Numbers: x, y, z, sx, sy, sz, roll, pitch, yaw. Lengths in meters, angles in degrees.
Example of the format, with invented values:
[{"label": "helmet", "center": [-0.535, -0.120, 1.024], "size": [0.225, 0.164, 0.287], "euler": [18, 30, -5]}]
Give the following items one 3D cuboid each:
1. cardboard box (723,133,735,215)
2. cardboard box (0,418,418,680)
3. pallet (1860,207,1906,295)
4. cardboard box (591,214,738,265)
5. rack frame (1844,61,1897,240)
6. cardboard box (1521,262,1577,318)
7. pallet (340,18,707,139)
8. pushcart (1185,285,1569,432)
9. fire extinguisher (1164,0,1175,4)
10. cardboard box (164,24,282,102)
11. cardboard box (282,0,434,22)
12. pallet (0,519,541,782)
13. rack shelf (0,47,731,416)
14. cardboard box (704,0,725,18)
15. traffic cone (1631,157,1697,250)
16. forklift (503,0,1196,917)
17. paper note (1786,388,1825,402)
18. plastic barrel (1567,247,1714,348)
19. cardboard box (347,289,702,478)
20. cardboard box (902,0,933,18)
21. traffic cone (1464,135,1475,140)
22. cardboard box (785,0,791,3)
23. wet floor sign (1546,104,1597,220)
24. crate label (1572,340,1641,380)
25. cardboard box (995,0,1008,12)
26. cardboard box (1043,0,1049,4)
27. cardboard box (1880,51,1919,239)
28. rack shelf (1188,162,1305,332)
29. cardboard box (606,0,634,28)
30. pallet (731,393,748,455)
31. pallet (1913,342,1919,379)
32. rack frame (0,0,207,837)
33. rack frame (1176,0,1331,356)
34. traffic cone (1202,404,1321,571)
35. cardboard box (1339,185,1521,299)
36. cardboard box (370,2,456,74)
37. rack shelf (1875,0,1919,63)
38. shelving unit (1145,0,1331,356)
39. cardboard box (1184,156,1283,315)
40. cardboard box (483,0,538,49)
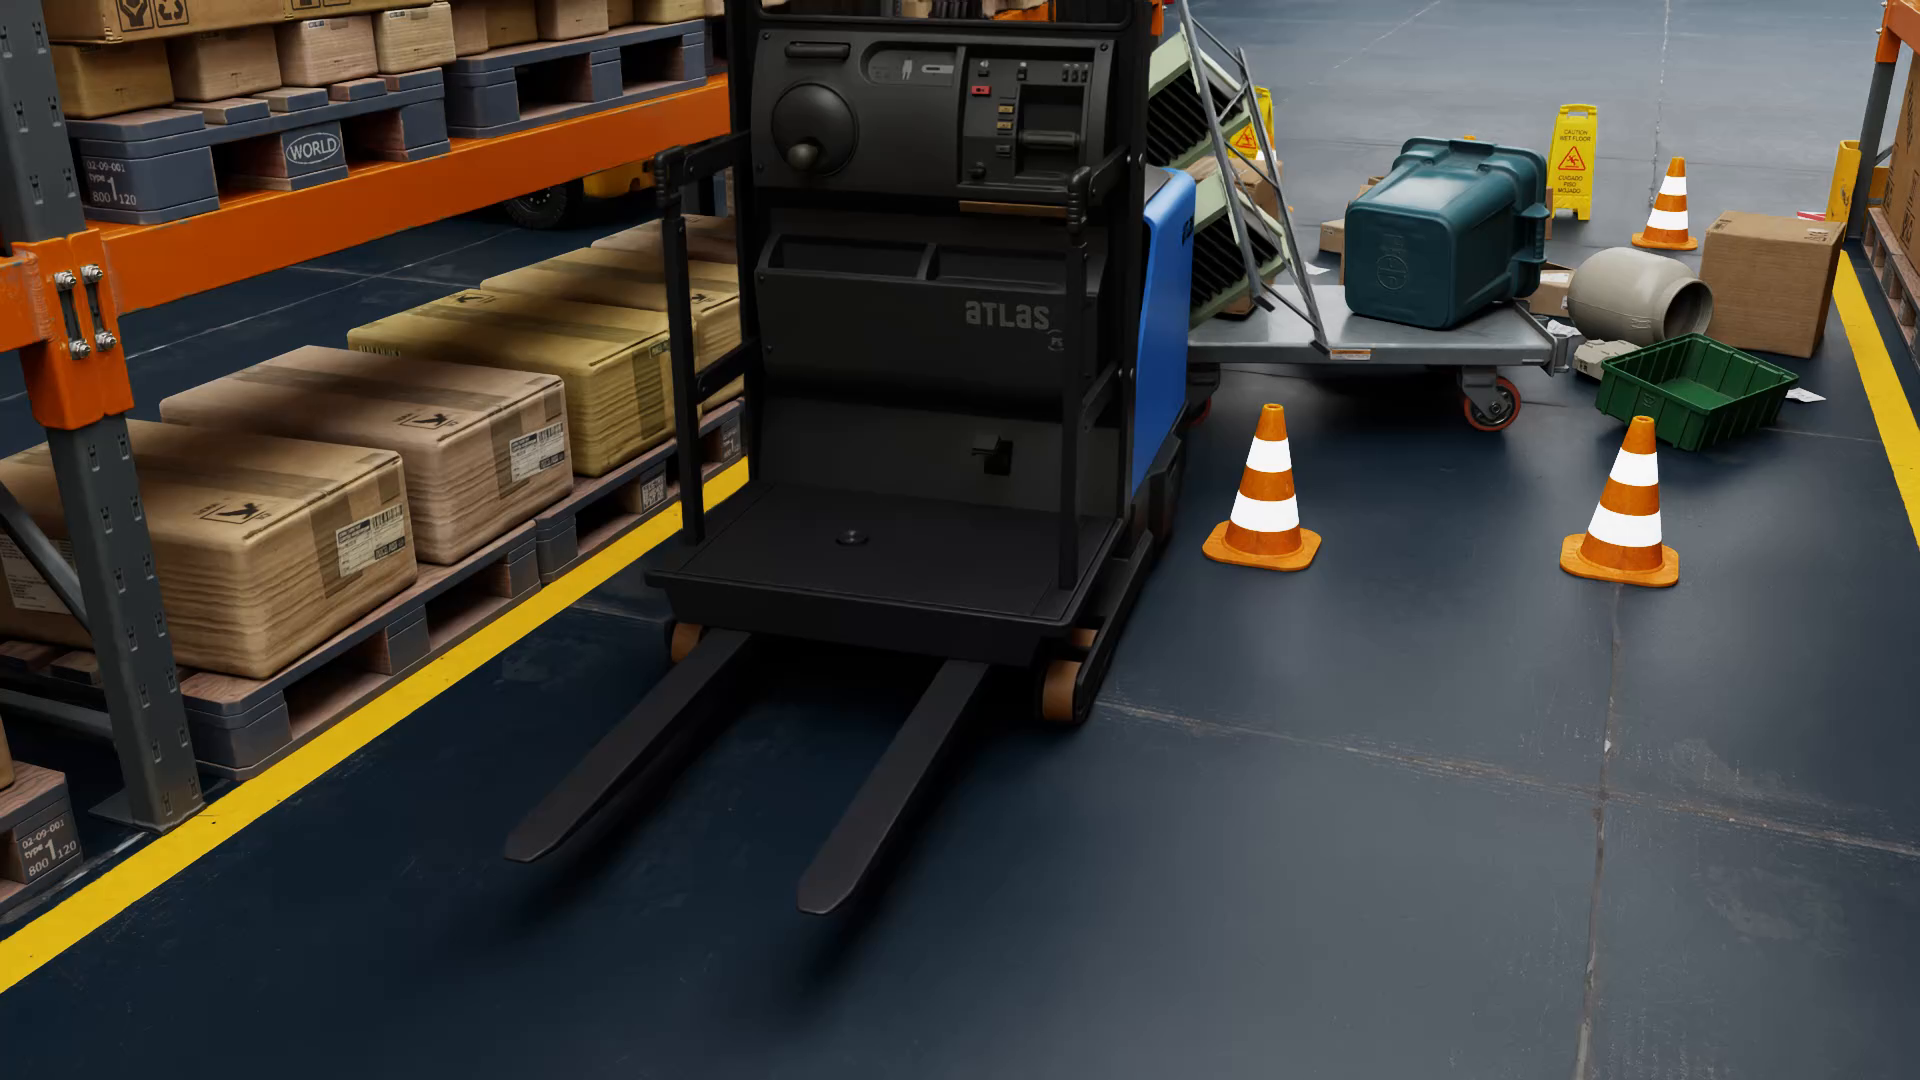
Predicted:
[{"label": "cardboard box", "center": [-0.746, -1.775, 7.656], "size": [0.500, 0.500, 0.500], "euler": [8, 24, 19]}, {"label": "cardboard box", "center": [-1.983, -0.004, 4.232], "size": [0.950, 0.372, 0.625], "euler": [7, 24, 16]}, {"label": "pallet", "center": [5.178, -1.428, 8.395], "size": [1.003, 0.211, 1.213], "euler": [9, 24, 20]}, {"label": "cardboard box", "center": [-0.909, -1.047, 6.728], "size": [0.950, 0.372, 0.625], "euler": [9, 24, 21]}, {"label": "rack frame", "center": [5.403, -3.012, 8.570], "size": [1.000, 3.000, 0.127], "euler": [9, 24, 20]}, {"label": "cardboard box", "center": [2.845, -1.198, 7.774], "size": [0.396, 0.266, 0.258], "euler": [13, 26, 29]}, {"label": "pallet", "center": [-1.505, -1.448, 5.073], "size": [1.003, 0.211, 1.213], "euler": [9, 24, 20]}, {"label": "pushcart", "center": [1.419, -0.735, 6.520], "size": [1.648, 0.377, 0.936], "euler": [1, 23, 2]}, {"label": "fire extinguisher", "center": [1.240, -3.624, 10.135], "size": [0.296, 0.674, 0.183], "euler": [9, 24, 20]}, {"label": "cardboard box", "center": [-1.773, -1.086, 3.739], "size": [0.380, 0.149, 0.250], "euler": [7, 24, 17]}, {"label": "cardboard box", "center": [-1.633, -1.515, 3.924], "size": [0.500, 0.500, 0.500], "euler": [10, 25, 23]}, {"label": "pallet", "center": [-1.911, 0.185, 4.533], "size": [1.003, 0.211, 1.213], "euler": [9, 24, 20]}, {"label": "rack shelf", "center": [-1.459, -1.206, 5.178], "size": [1.077, 0.370, 4.000], "euler": [9, 24, 20]}, {"label": "cardboard box", "center": [-0.919, -1.827, 5.513], "size": [0.380, 0.149, 0.250], "euler": [9, 24, 20]}, {"label": "traffic cone", "center": [3.887, -1.855, 9.091], "size": [0.336, 0.463, 0.334], "euler": [9, 24, 20]}, {"label": "forklift", "center": [-0.138, -1.059, 3.983], "size": [1.130, 2.935, 3.031], "euler": [6, 24, 15]}, {"label": "paper note", "center": [3.326, -0.581, 6.601], "size": [0.147, 0.020, 0.142], "euler": [-7, 24, -17]}, {"label": "plastic barrel", "center": [2.914, -1.018, 7.137], "size": [0.421, 0.421, 0.512], "euler": [-12, 25, -26]}, {"label": "cardboard box", "center": [-1.429, -0.540, 5.515], "size": [0.950, 0.372, 0.625], "euler": [10, 25, 22]}, {"label": "cardboard box", "center": [-0.302, -2.204, 6.961], "size": [0.380, 0.149, 0.250], "euler": [9, 24, 20]}, {"label": "traffic cone", "center": [2.964, -2.138, 9.769], "size": [0.336, 0.463, 0.334], "euler": [9, 24, 20]}, {"label": "cardboard box", "center": [-0.766, -2.016, 5.965], "size": [0.380, 0.149, 0.250], "euler": [8, 24, 18]}, {"label": "wet floor sign", "center": [3.575, -2.220, 9.727], "size": [0.267, 0.644, 0.232], "euler": [5, 23, 11]}, {"label": "crate label", "center": [2.678, -0.729, 6.817], "size": [0.298, 0.136, 0.250], "euler": [-7, 24, -17]}, {"label": "cardboard box", "center": [0.009, -2.585, 7.873], "size": [0.380, 0.149, 0.250], "euler": [9, 24, 20]}, {"label": "cardboard box", "center": [0.250, -2.755, 8.280], "size": [0.380, 0.149, 0.250], "euler": [9, 24, 20]}, {"label": "cardboard box", "center": [5.212, -1.974, 8.295], "size": [0.875, 0.875, 0.875], "euler": [9, 24, 20]}, {"label": "rack shelf", "center": [0.746, -0.854, 5.669], "size": [0.431, 0.720, 0.370], "euler": [28, 43, -39]}, {"label": "cardboard box", "center": [-1.237, -1.665, 5.125], "size": [0.380, 0.149, 0.250], "euler": [8, 24, 18]}, {"label": "pallet", "center": [-1.004, -0.688, 6.623], "size": [1.003, 0.211, 1.213], "euler": [9, 24, 20]}, {"label": "pallet", "center": [4.272, -0.555, 6.305], "size": [1.003, 0.211, 1.213], "euler": [9, 24, 20]}, {"label": "rack frame", "center": [-2.202, -0.822, 3.326], "size": [1.000, 3.000, 0.127], "euler": [9, 24, 20]}, {"label": "rack frame", "center": [0.981, -1.285, 5.661], "size": [0.400, 0.023, 1.500], "euler": [28, 43, -39]}, {"label": "traffic cone", "center": [0.944, -0.192, 5.109], "size": [0.336, 0.463, 0.334], "euler": [9, 24, 20]}, {"label": "cardboard box", "center": [2.128, -1.269, 7.458], "size": [0.797, 0.637, 0.503], "euler": [9, 24, 20]}, {"label": "cardboard box", "center": [-1.507, -1.273, 4.186], "size": [0.380, 0.149, 0.250], "euler": [9, 24, 20]}, {"label": "rack shelf", "center": [4.660, -1.965, 6.995], "size": [1.077, 0.370, 4.000], "euler": [9, 24, 20]}, {"label": "shelving unit", "center": [0.717, -1.120, 5.854], "size": [0.431, 0.755, 1.500], "euler": [28, 43, -39]}, {"label": "cardboard box", "center": [0.947, -1.205, 6.504], "size": [0.500, 0.500, 0.500], "euler": [9, 24, 20]}, {"label": "cardboard box", "center": [-1.421, -1.477, 4.675], "size": [0.380, 0.149, 0.250], "euler": [10, 25, 22]}]
